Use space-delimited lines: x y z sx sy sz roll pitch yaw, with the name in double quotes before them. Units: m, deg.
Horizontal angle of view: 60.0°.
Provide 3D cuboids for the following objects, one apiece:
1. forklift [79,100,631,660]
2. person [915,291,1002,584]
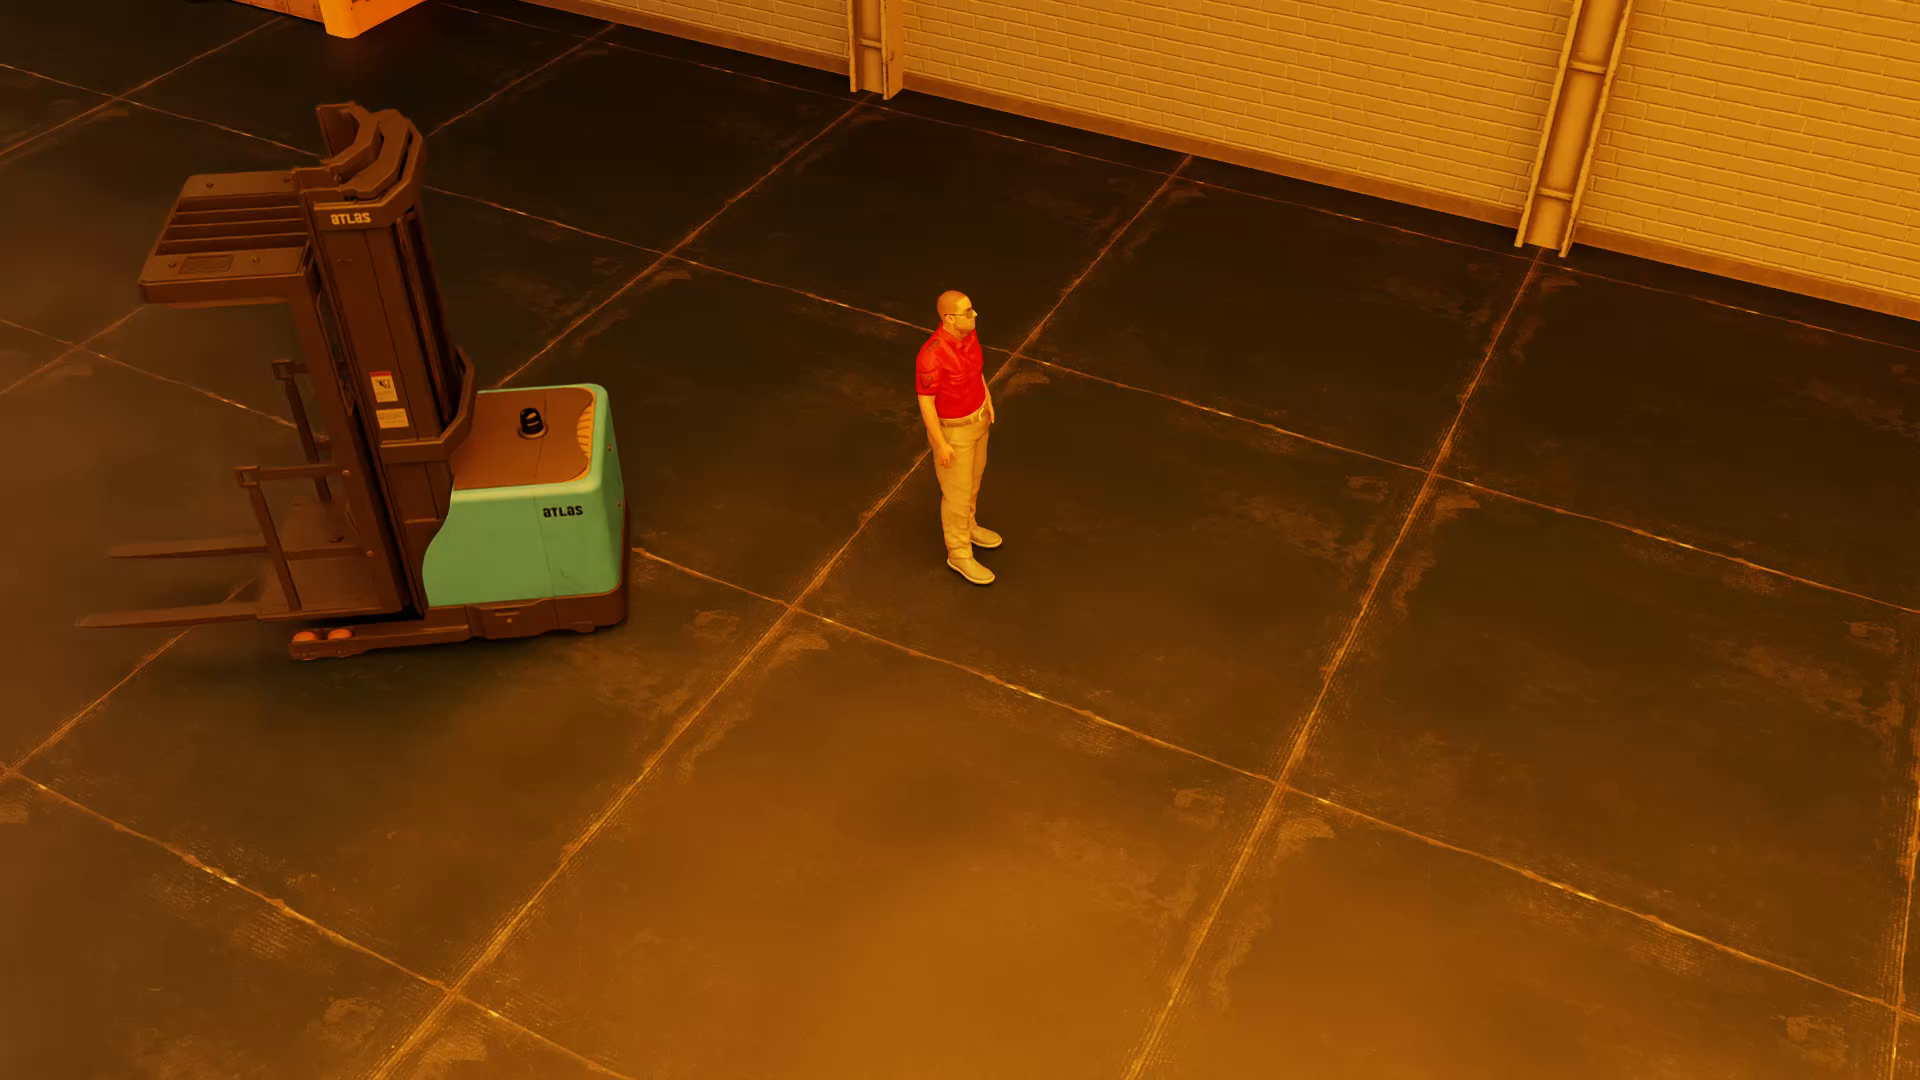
"forklift" -3.489 -0.799 8.936 3.031 2.935 1.130 -5 40 -5
"person" 0.075 -0.634 9.661 0.550 1.727 0.642 18 43 21
